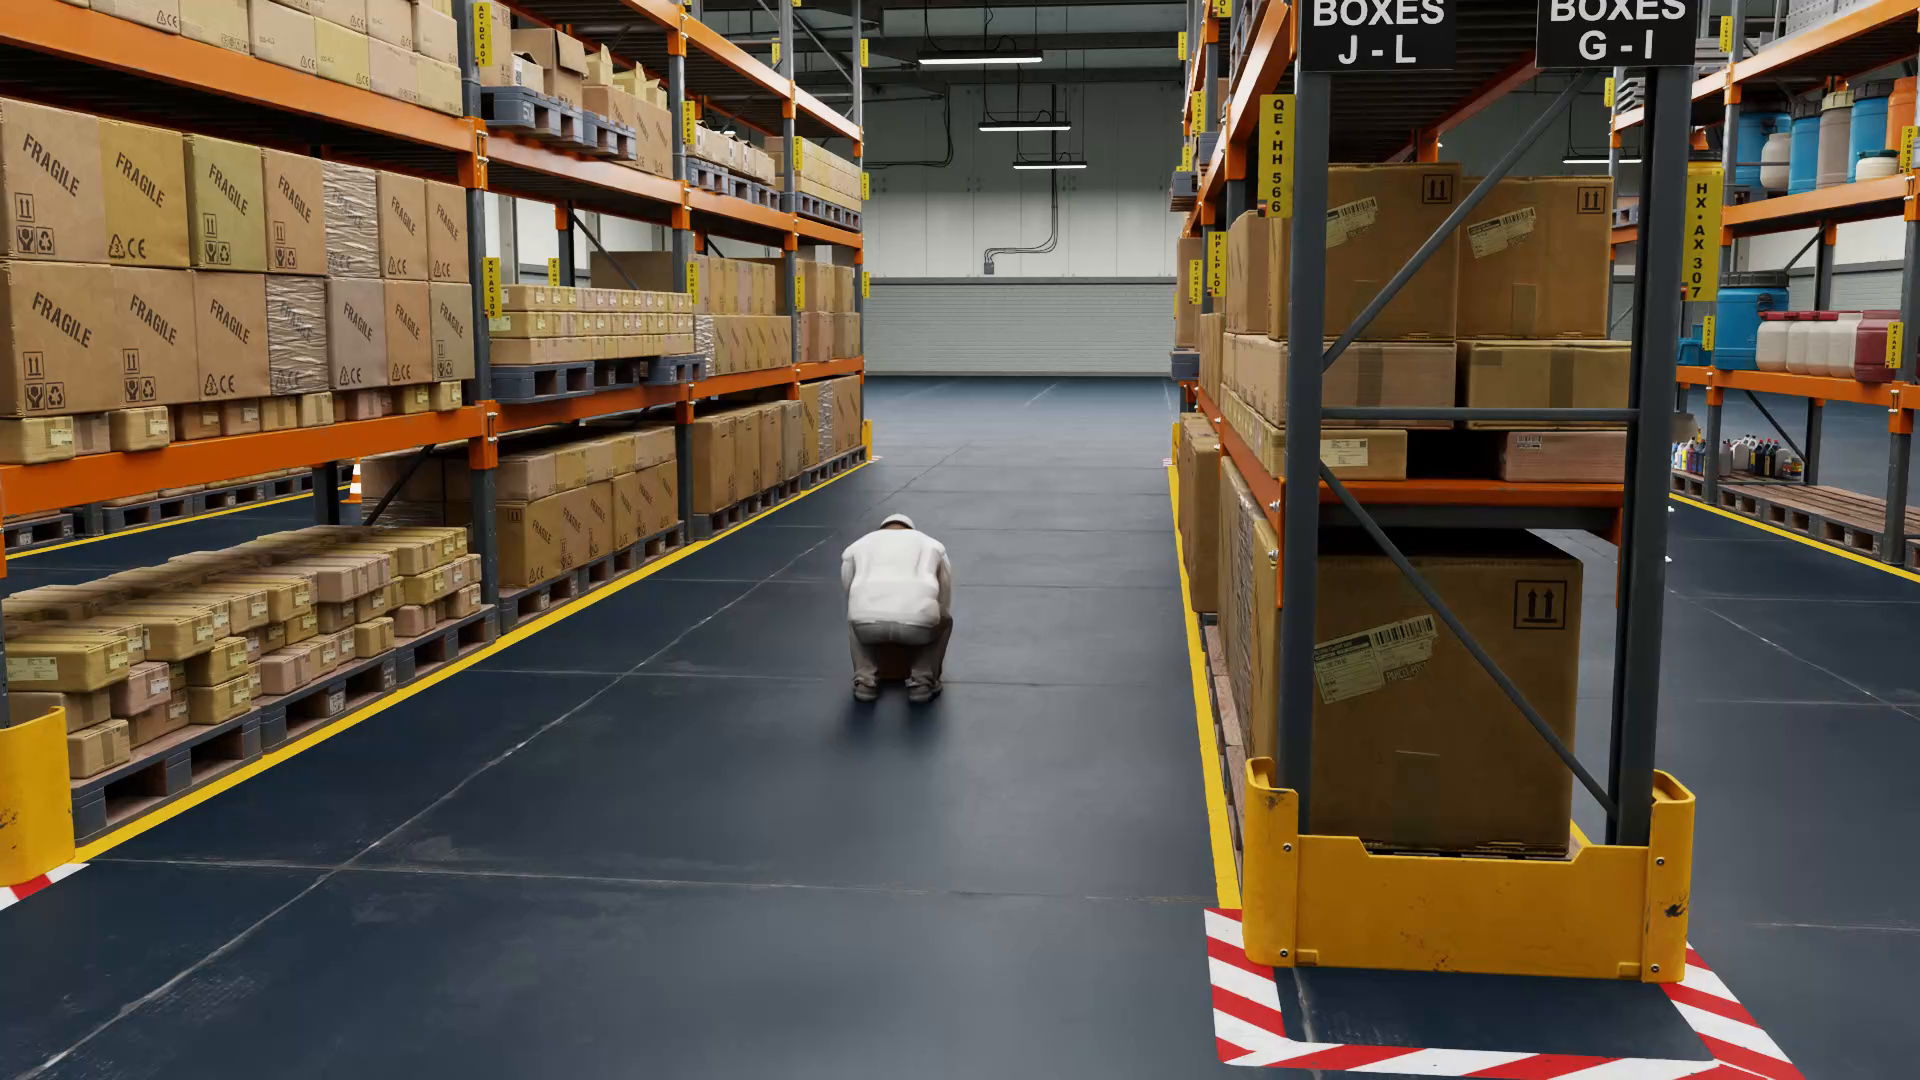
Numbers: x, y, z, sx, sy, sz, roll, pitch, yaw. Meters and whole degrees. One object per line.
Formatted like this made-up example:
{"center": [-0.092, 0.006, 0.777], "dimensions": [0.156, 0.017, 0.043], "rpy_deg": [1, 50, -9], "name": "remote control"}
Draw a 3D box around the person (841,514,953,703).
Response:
{"center": [-0.315, 0.363, 7.987], "dimensions": [0.549, 0.897, 0.926], "rpy_deg": [1, 8, 6], "name": "person"}
